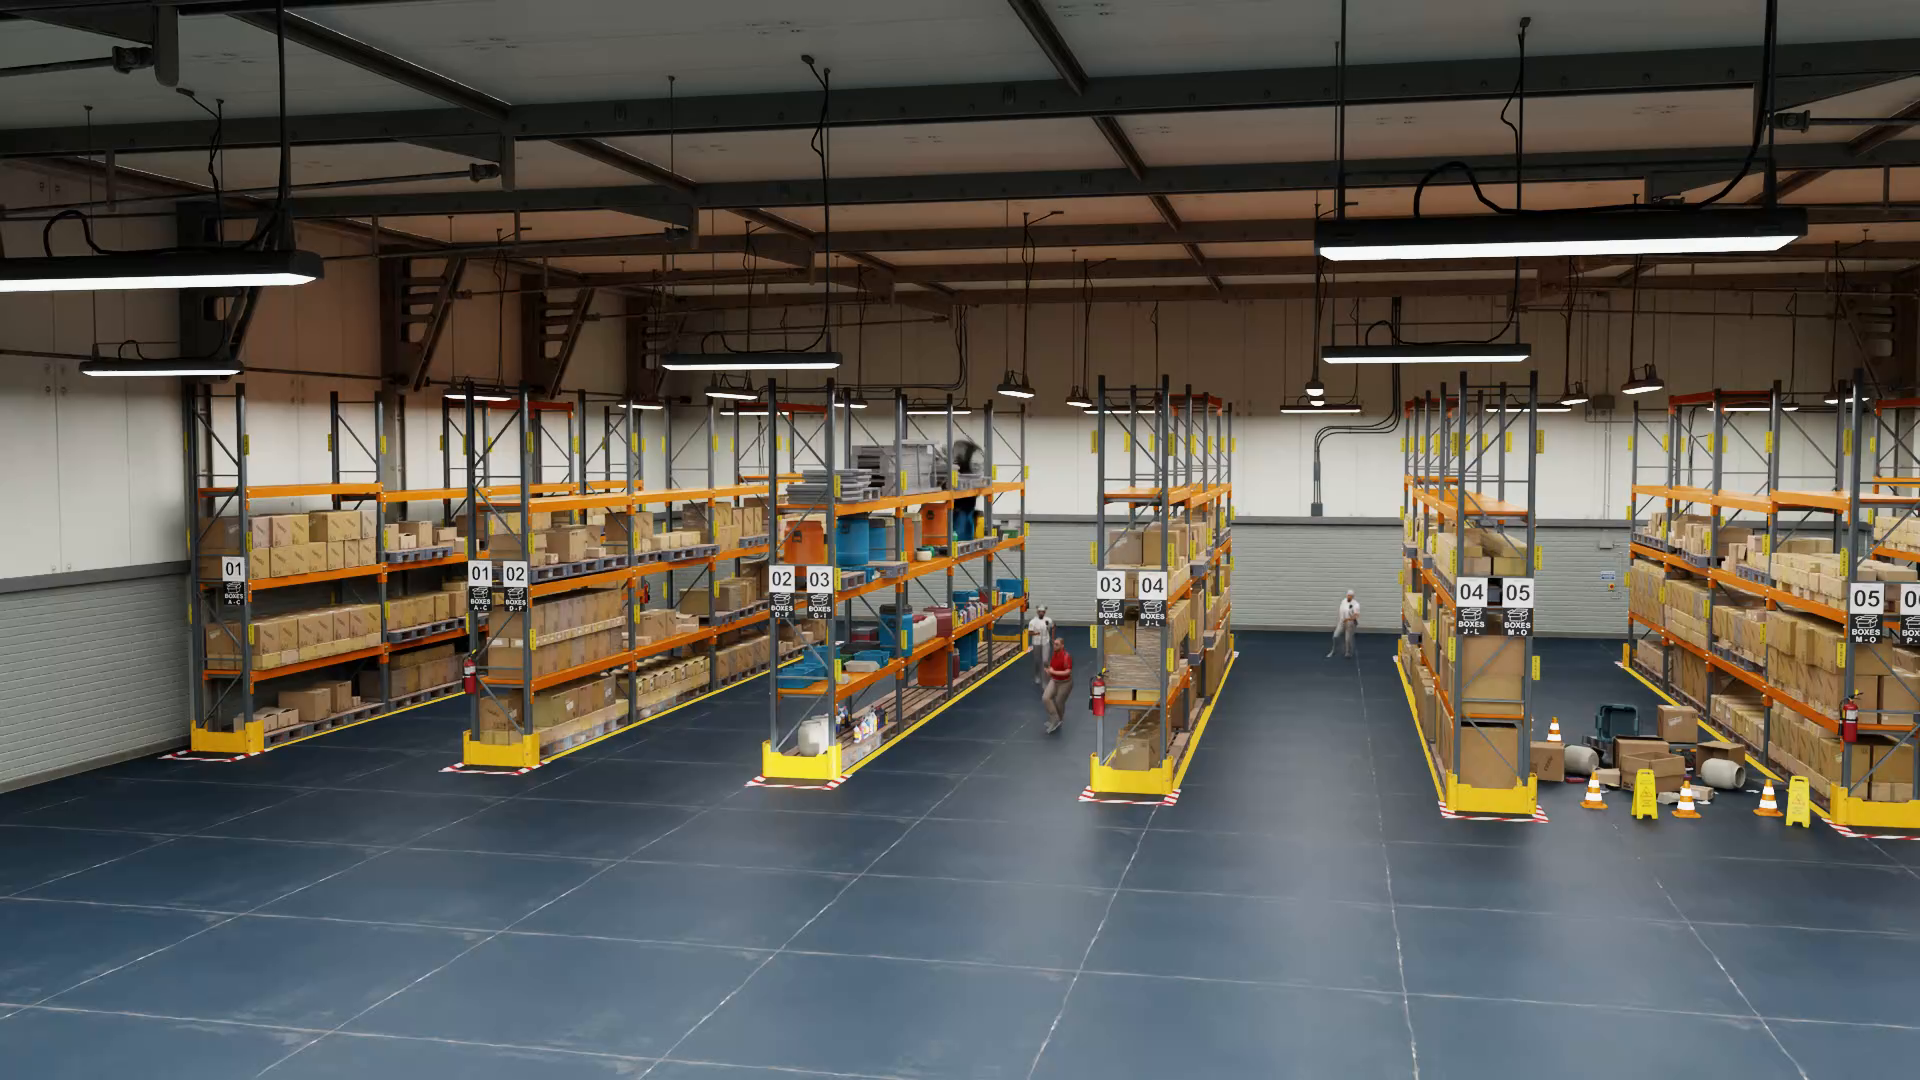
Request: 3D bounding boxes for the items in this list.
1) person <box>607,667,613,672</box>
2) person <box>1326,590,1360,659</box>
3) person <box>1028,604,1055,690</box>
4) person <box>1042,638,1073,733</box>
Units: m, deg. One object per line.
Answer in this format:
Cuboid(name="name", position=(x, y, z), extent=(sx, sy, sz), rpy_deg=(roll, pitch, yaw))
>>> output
Cuboid(name="person", position=(-7.415, 2.240, 34.285), extent=(0.571, 1.621, 0.869), rpy_deg=(0, 3, 6))
Cuboid(name="person", position=(8.992, 1.972, 38.824), extent=(0.755, 1.644, 0.738), rpy_deg=(3, 4, 39))
Cuboid(name="person", position=(1.683, 2.193, 34.338), extent=(0.561, 1.753, 0.845), rpy_deg=(0, 3, 1))
Cuboid(name="person", position=(1.717, 2.518, 29.036), extent=(0.798, 1.672, 0.715), rpy_deg=(3, 5, 44))
